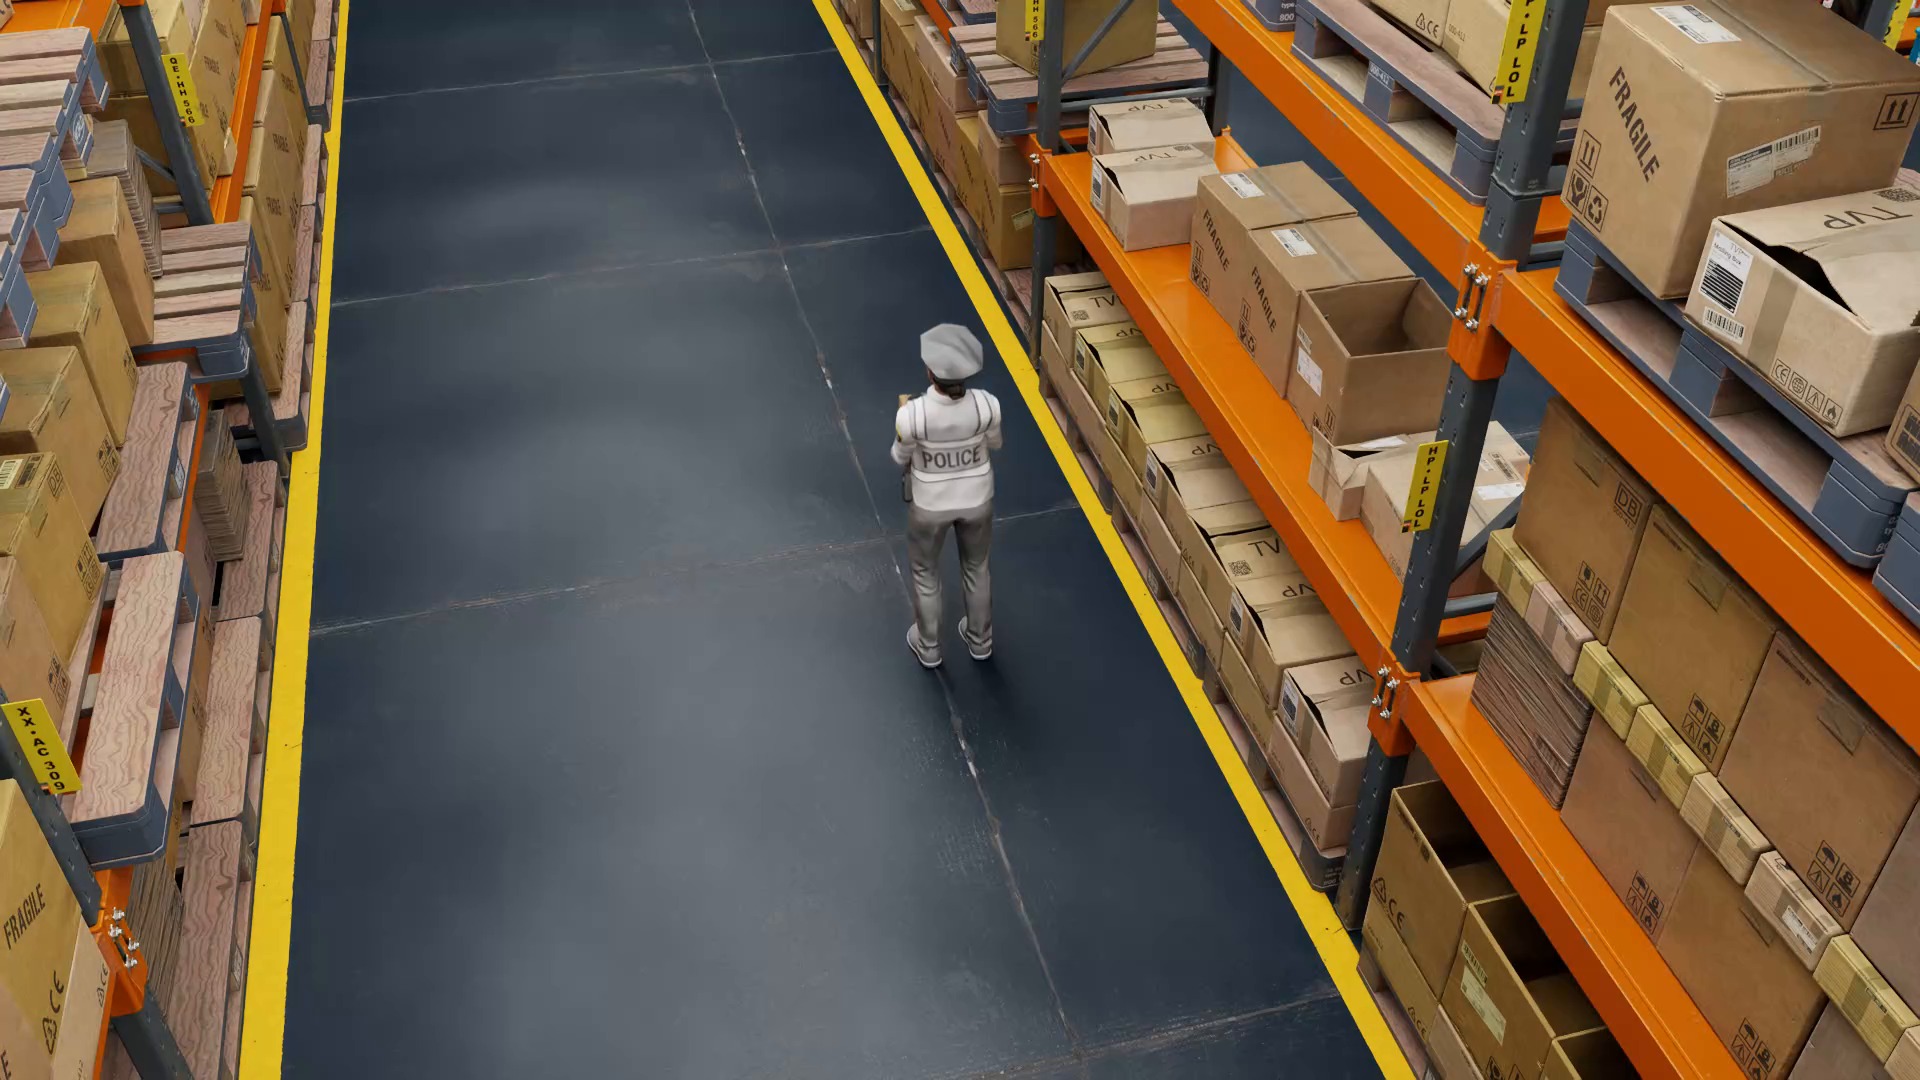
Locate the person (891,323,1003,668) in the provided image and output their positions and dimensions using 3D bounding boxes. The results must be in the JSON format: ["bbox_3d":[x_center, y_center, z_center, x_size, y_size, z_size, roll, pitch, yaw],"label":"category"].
[{"bbox_3d":[-0.057,-0.211,6.962,0.459,1.686,0.549,-8,39,-10],"label":"person"}]
